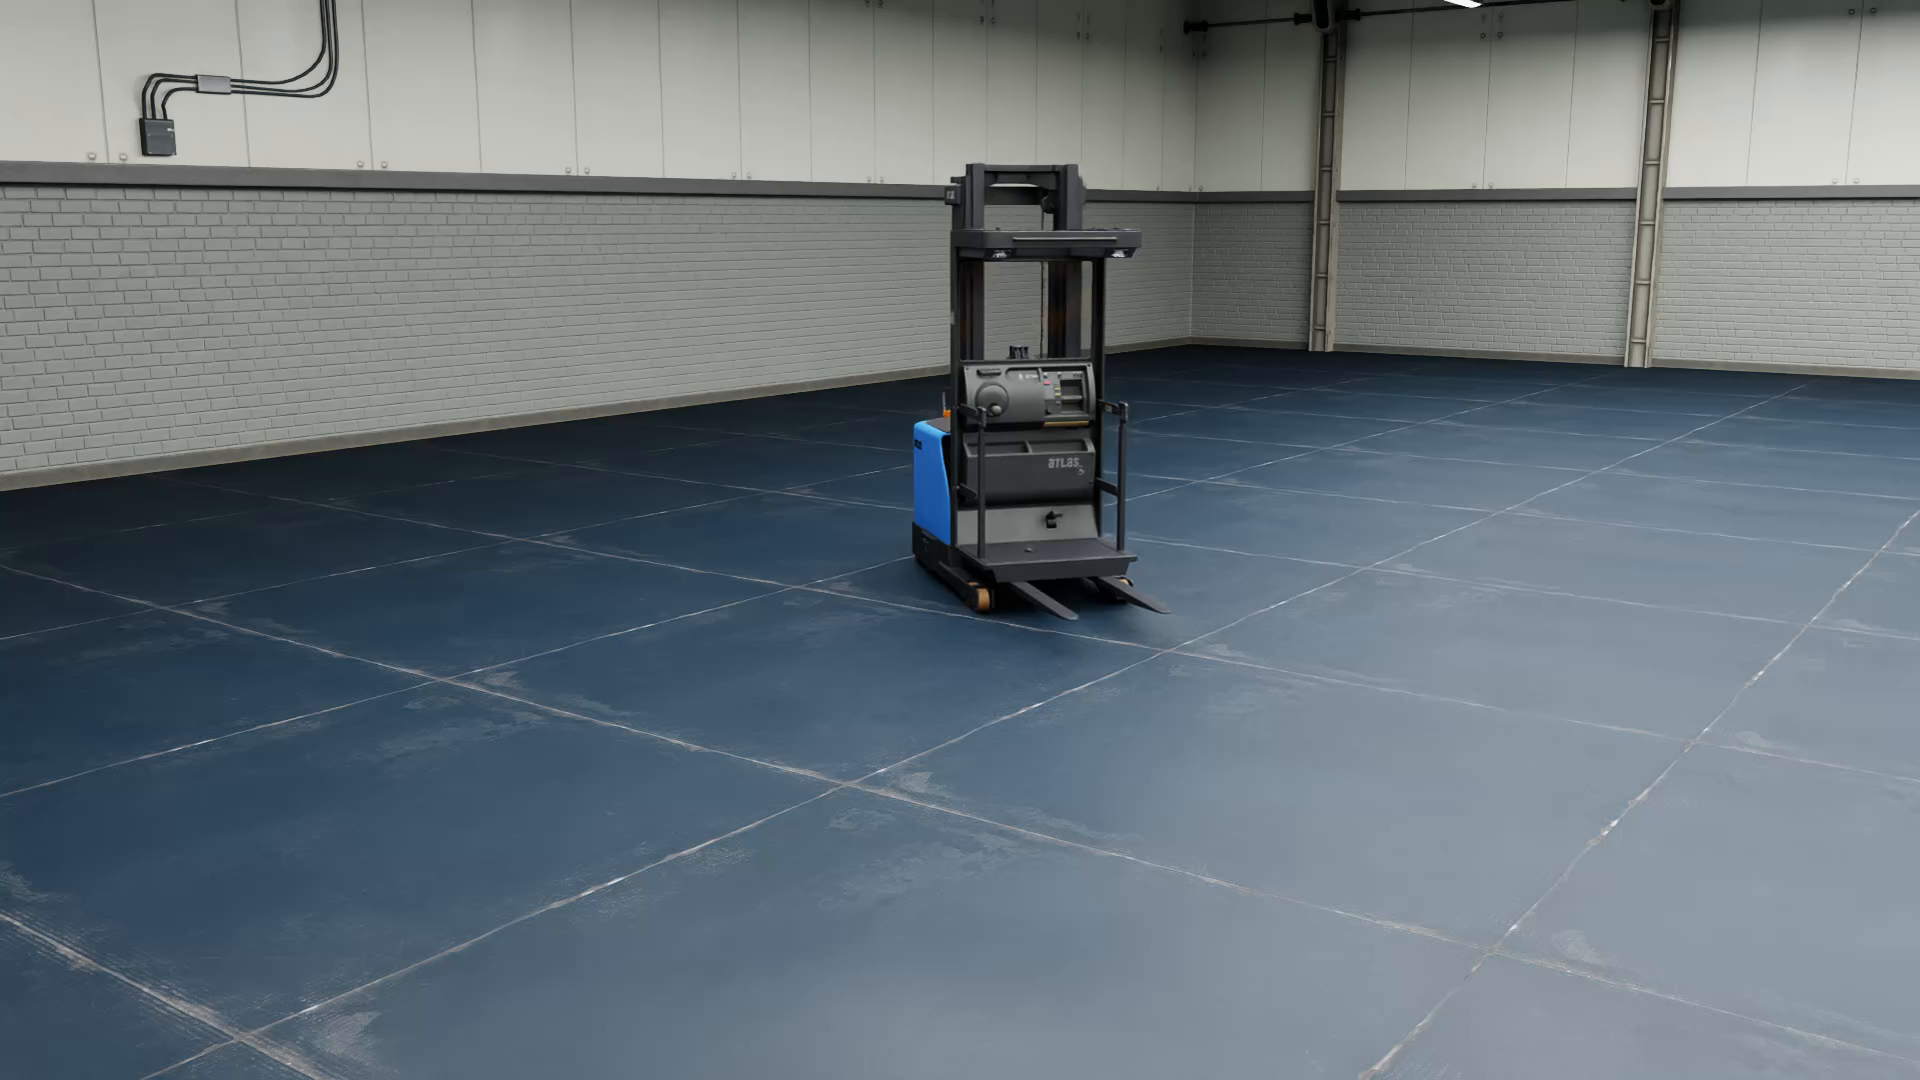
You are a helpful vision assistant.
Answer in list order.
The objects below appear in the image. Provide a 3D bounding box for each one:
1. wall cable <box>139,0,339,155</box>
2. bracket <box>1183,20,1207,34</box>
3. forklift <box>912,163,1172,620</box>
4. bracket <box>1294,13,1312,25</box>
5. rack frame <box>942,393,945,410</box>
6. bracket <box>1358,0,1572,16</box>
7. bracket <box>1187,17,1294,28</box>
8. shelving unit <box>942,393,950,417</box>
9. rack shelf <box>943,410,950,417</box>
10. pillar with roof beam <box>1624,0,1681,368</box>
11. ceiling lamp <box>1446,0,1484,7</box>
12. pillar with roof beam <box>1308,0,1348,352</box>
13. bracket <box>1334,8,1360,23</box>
[{"bbox_3d":[-7.475,-6.987,16.998,0.169,6.003,2.305,8,13,36],"label":"wall cable"},{"bbox_3d":[4.675,-10.180,32.982,0.430,0.232,0.235,8,13,36],"label":"bracket"},{"bbox_3d":[0.540,-1.041,11.194,1.130,2.935,3.031,-3,11,-16],"label":"forklift"},{"bbox_3d":[6.585,-9.914,31.605,0.430,0.232,0.235,8,13,36],"label":"bracket"},{"bbox_3d":[-0.063,-0.598,13.461,0.015,1.200,0.240,8,13,36],"label":"rack frame"},{"bbox_3d":[9.331,-9.531,29.625,4.783,0.066,0.076,8,13,36],"label":"bracket"},{"bbox_3d":[5.151,-10.114,32.639,3.189,0.066,0.076,8,13,36],"label":"bracket"},{"bbox_3d":[0.133,-0.570,13.320,0.503,1.200,0.258,8,13,36],"label":"shelving unit"},{"bbox_3d":[0.133,-0.956,13.245,0.480,0.148,0.258,8,13,36],"label":"rack shelf"},{"bbox_3d":[9.418,-6.820,25.093,0.548,9.000,9.100,8,13,36],"label":"pillar with roof beam"},{"bbox_3d":[7.308,-9.826,25.261,0.800,3.185,2.000,8,13,36],"label":"ceiling lamp"},{"bbox_3d":[4.582,-7.495,28.580,0.548,9.000,9.100,8,13,36],"label":"pillar with roof beam"},{"bbox_3d":[7.254,-9.820,31.122,0.430,0.232,0.235,8,13,36],"label":"bracket"}]
